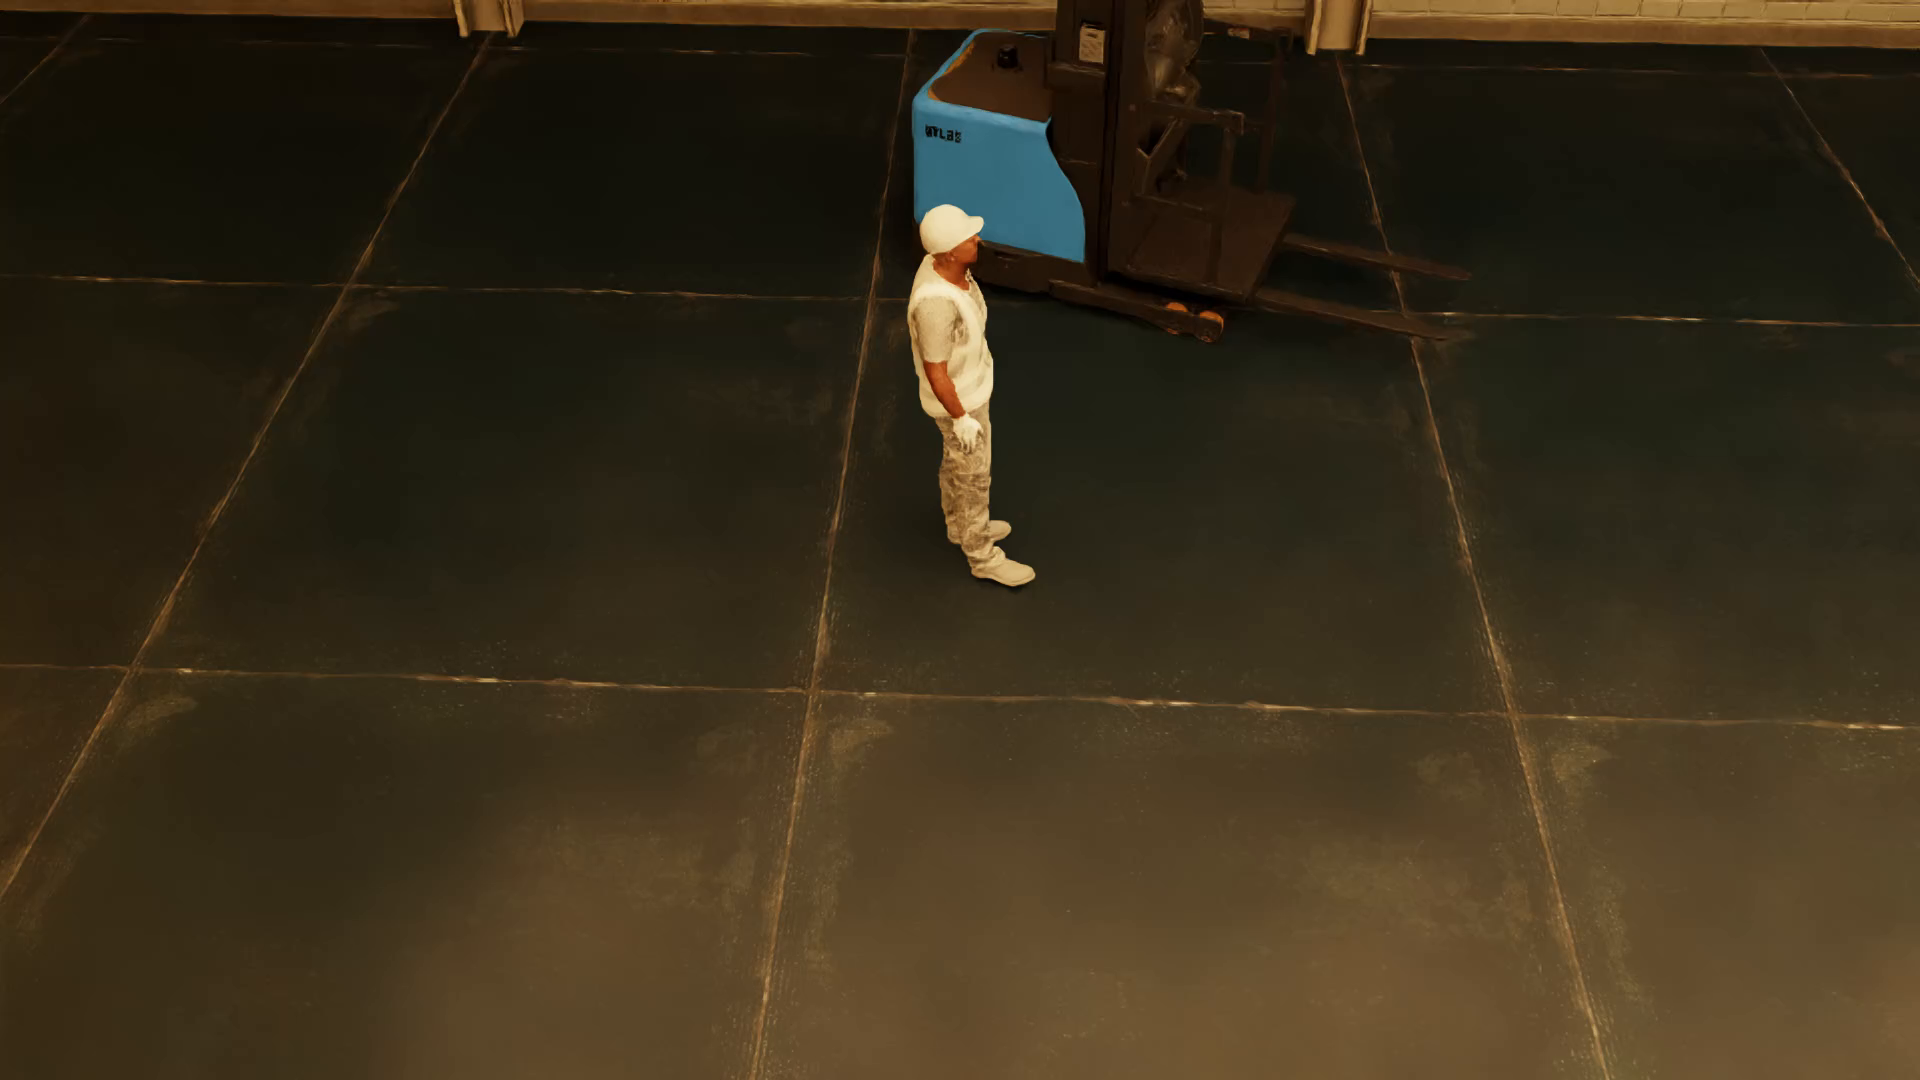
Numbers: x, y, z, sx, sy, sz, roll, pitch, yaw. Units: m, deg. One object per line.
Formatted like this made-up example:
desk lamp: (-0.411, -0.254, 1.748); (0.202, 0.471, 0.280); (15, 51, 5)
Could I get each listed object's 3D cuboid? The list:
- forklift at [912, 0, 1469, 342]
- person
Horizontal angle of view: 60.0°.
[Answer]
forklift: (1.292, -2.577, 8.566); (3.031, 2.935, 1.130); (16, 45, 16)
person: (0.072, -0.656, 7.302); (0.576, 1.782, 0.655); (2, 42, 2)
